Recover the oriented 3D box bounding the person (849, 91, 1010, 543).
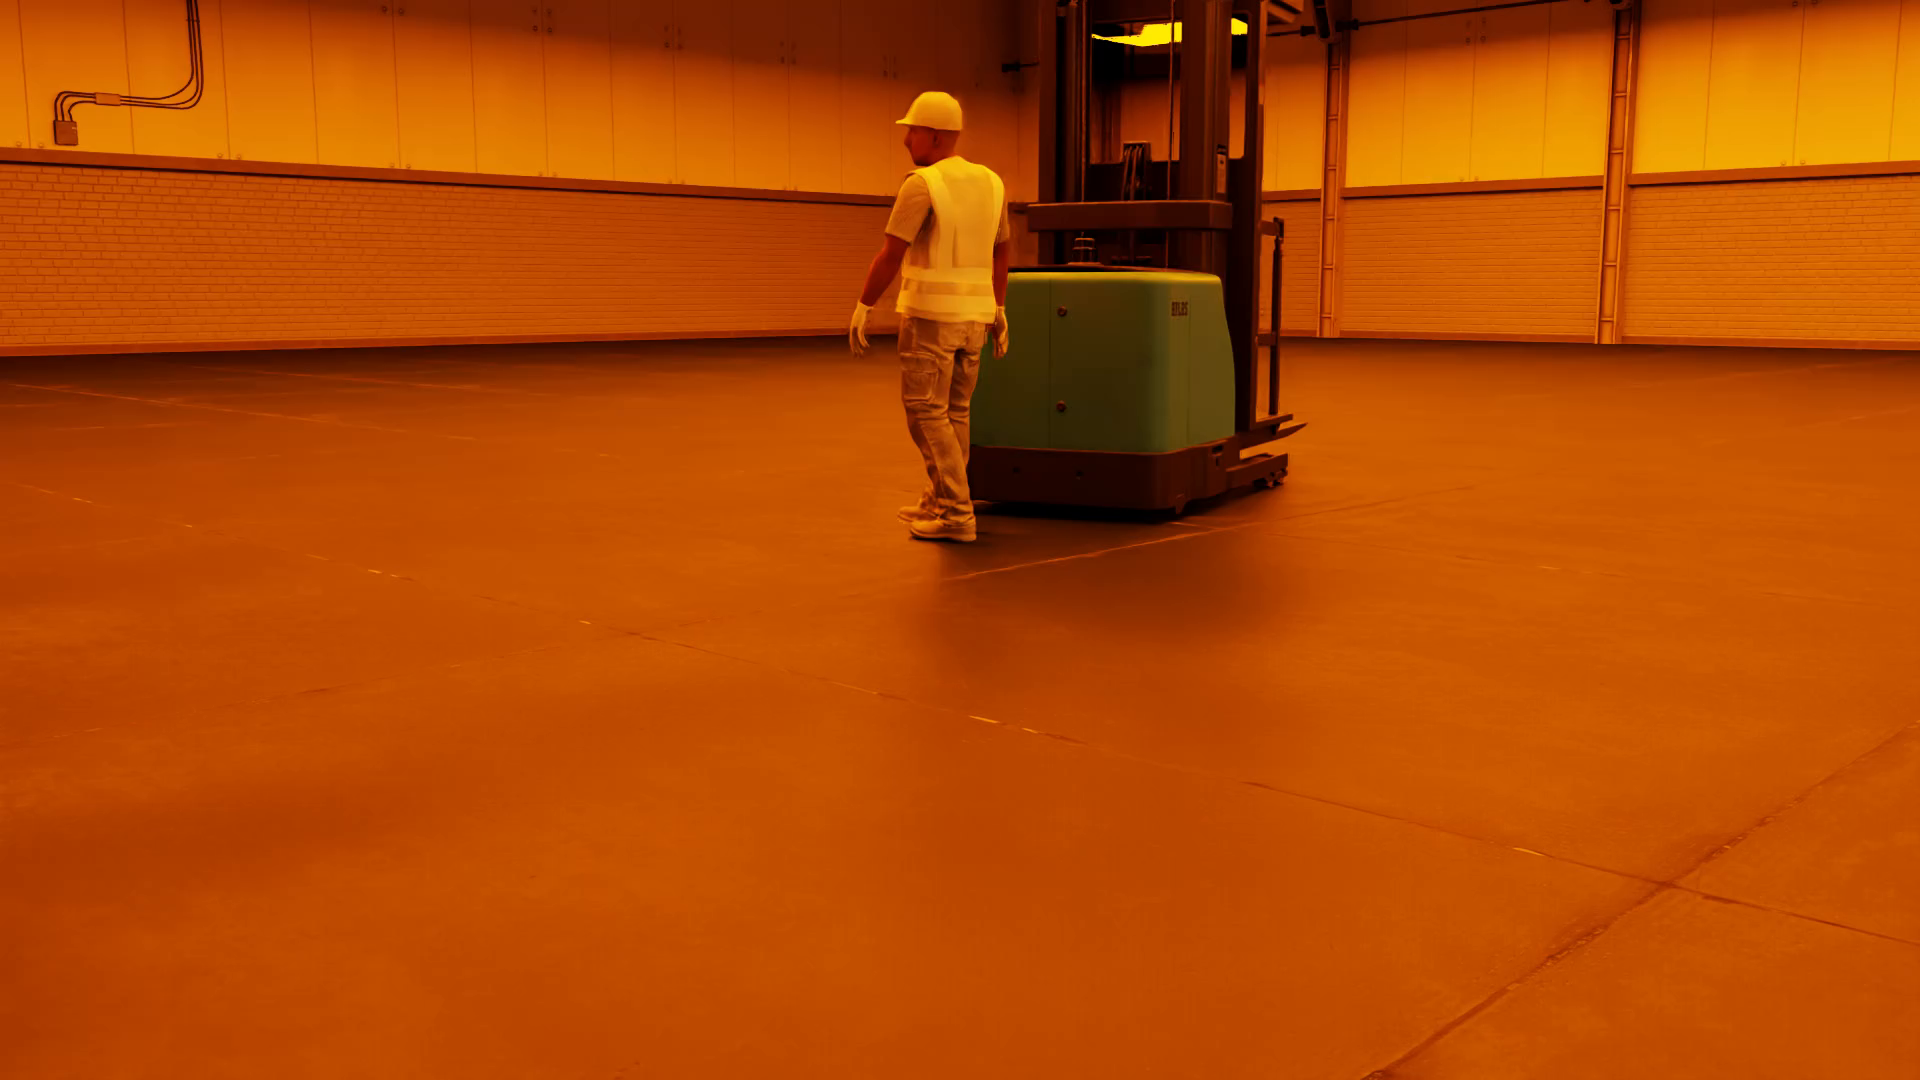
[{"bbox_3d":[-0.159,-0.888,6.718,0.582,1.778,0.729,7,11,38],"label":"person"}]

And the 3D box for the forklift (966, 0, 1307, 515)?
[{"bbox_3d":[1.060,-1.738,8.414,1.130,2.935,3.031,4,10,26],"label":"forklift"}]
